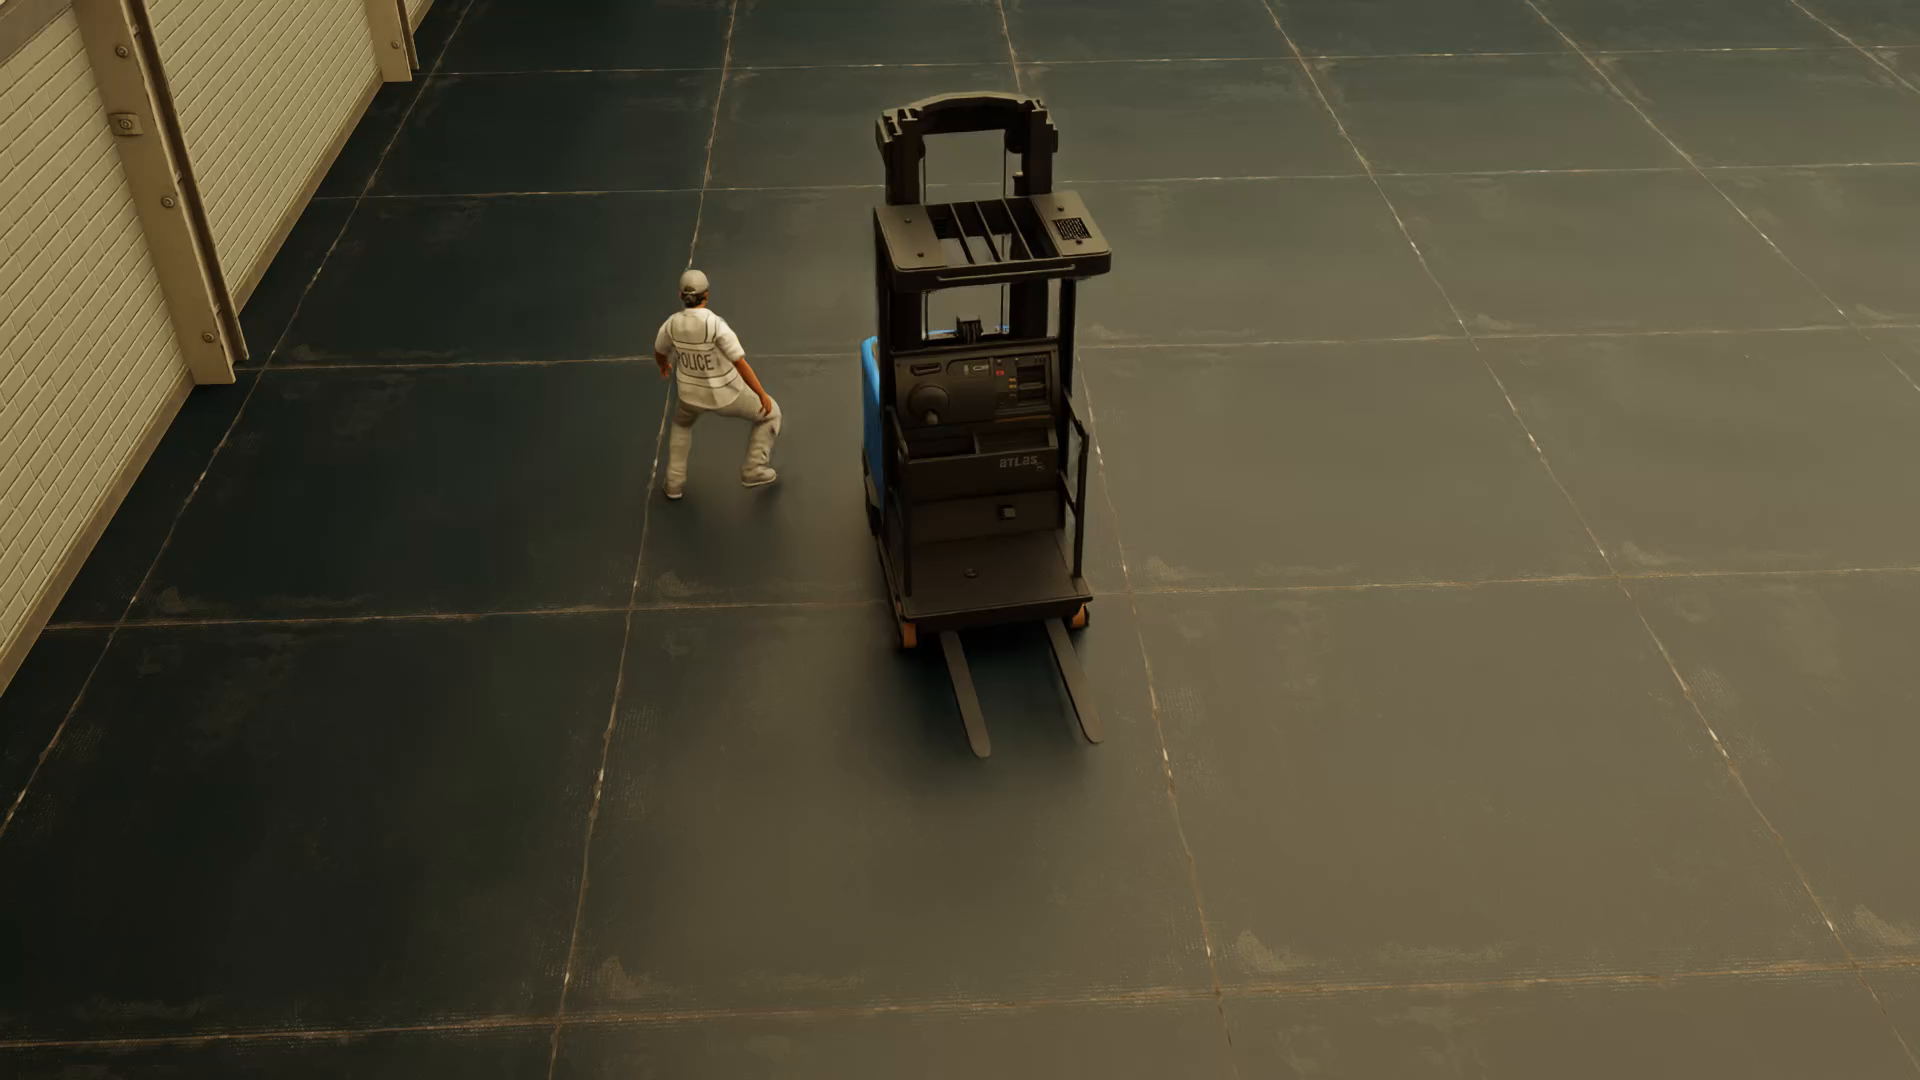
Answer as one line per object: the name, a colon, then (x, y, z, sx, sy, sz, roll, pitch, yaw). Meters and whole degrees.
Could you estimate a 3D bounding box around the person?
person: (-1.579, -0.984, 10.552, 0.865, 1.568, 0.590, 14, 38, 18)

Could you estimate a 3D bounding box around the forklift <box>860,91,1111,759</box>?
forklift: (0.139, -0.792, 9.097, 1.130, 2.935, 3.031, -6, 37, -9)
